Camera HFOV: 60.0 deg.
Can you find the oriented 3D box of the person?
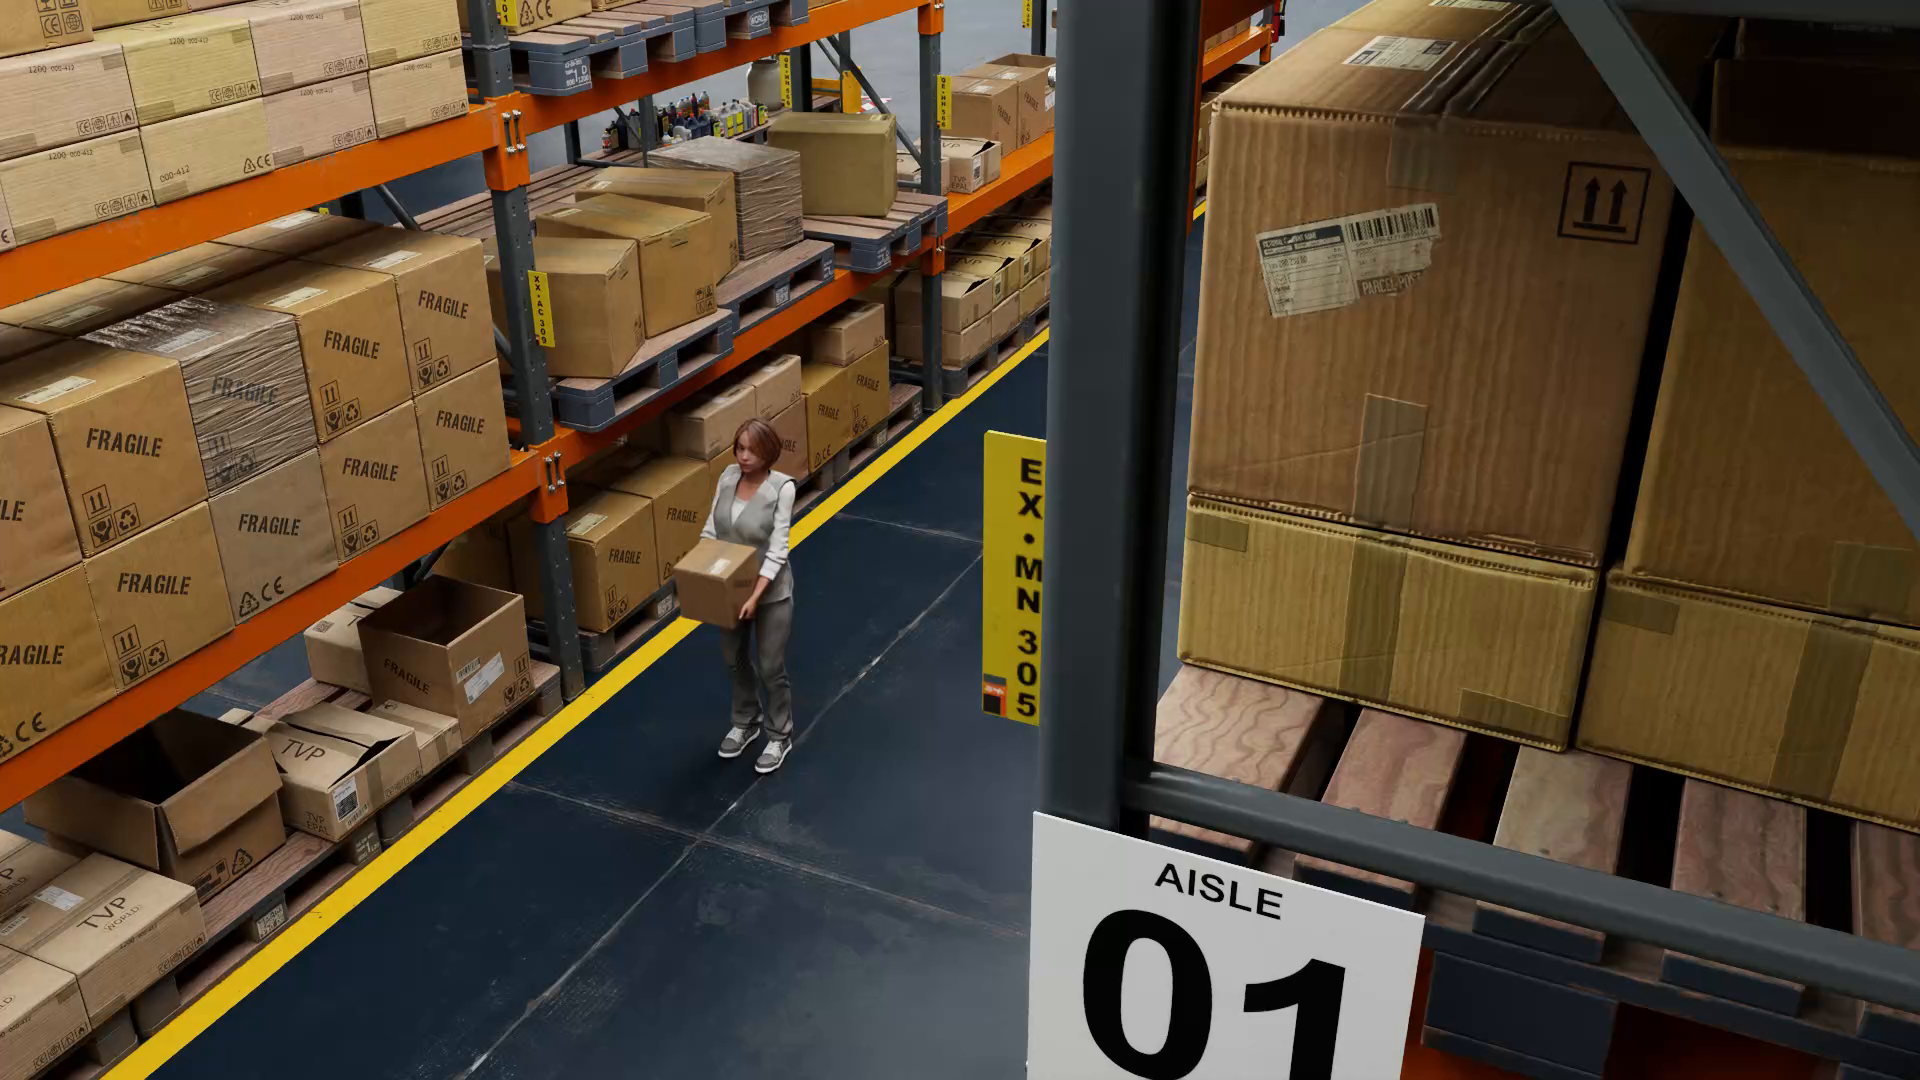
[{"bbox_3d":[-0.916,0.263,7.103,0.408,1.589,0.493,12,29,22],"label":"person"}]
